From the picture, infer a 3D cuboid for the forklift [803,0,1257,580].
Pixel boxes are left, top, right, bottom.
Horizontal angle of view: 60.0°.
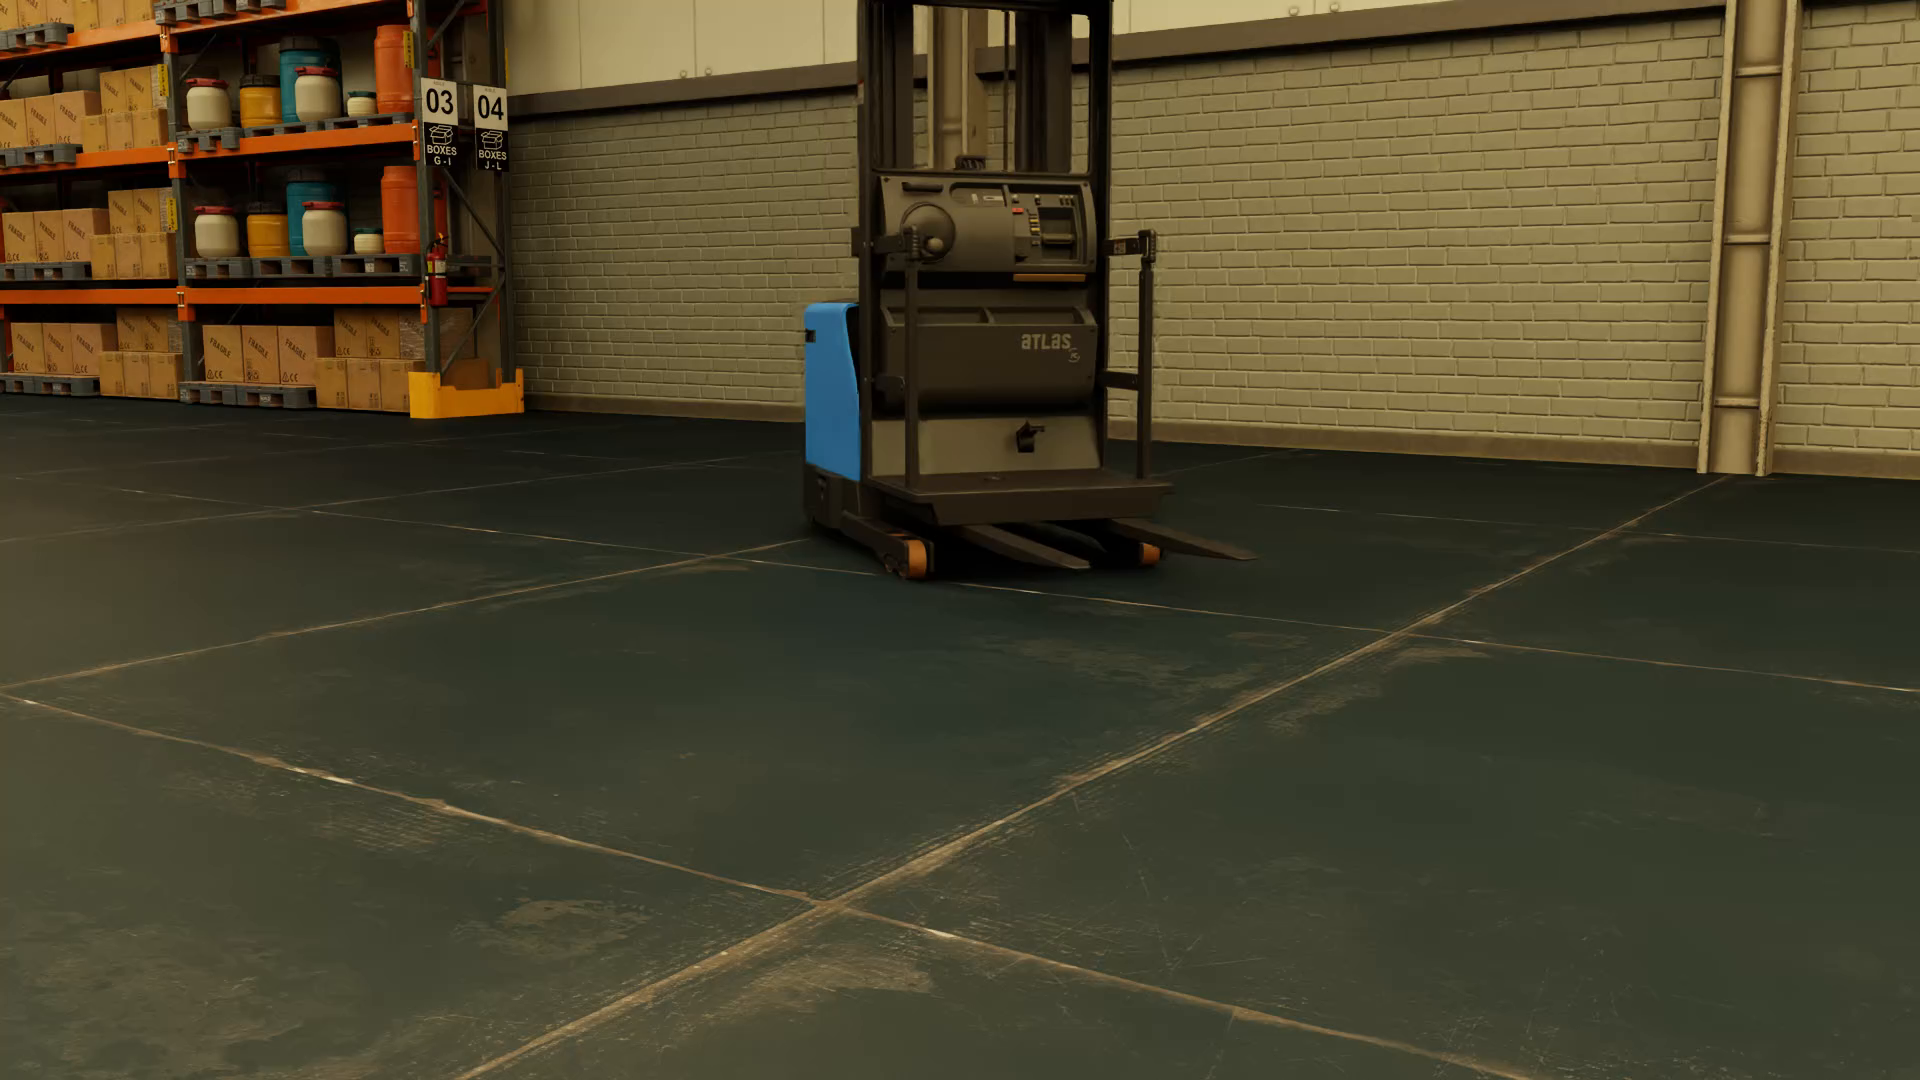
[{"bbox_3d":[0.195,-1.356,6.728,1.130,2.935,3.031,-3,9,-19],"label":"forklift"}]
